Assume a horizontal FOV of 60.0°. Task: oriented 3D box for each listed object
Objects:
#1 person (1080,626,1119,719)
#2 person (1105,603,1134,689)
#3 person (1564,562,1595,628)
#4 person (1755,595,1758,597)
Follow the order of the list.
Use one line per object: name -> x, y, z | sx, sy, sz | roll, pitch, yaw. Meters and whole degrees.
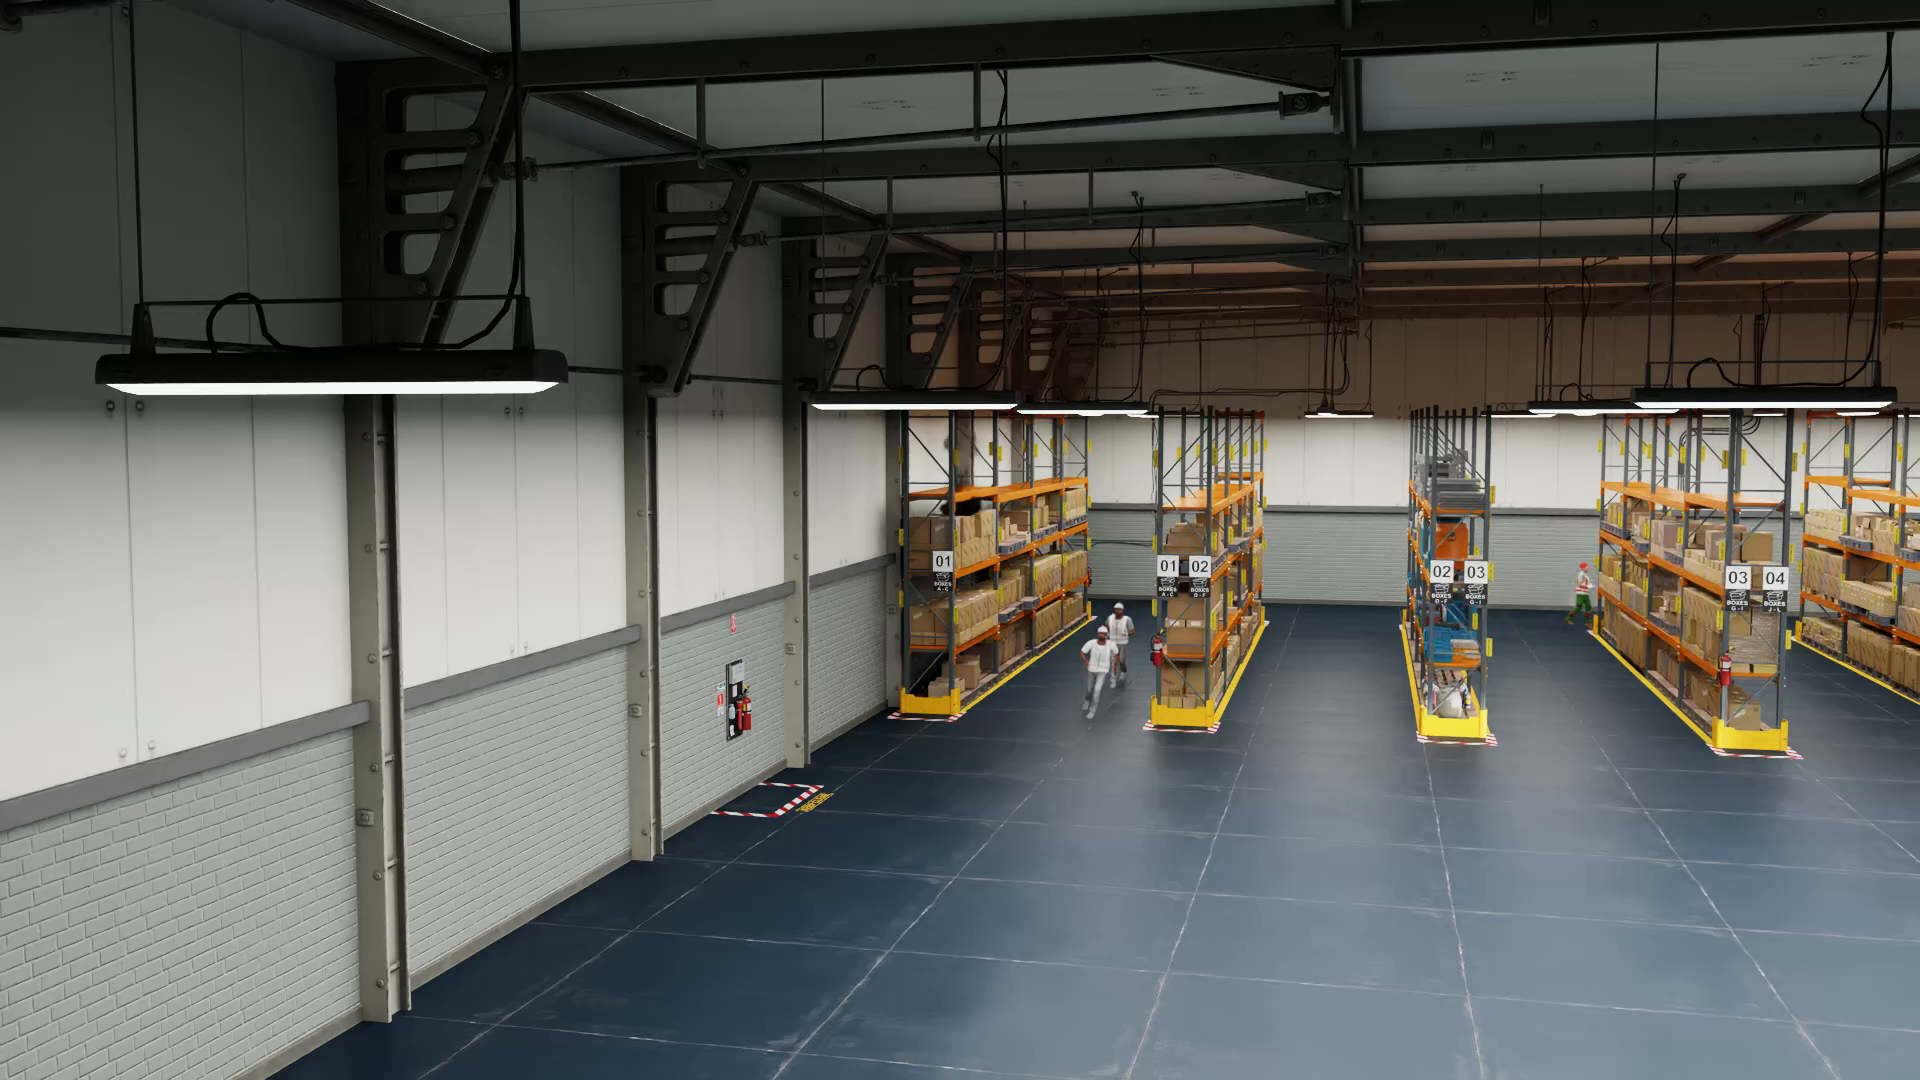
person -> 2.681, 2.535, 32.138 | 0.762, 1.741, 0.966 | 1, 4, 10
person -> 3.412, 2.252, 35.794 | 0.680, 1.792, 0.949 | 1, 4, 14
person -> 17.200, 1.528, 46.011 | 0.852, 1.832, 0.683 | 3, 5, 34
person -> 18.736, 2.083, 39.453 | 0.653, 1.654, 0.746 | 0, 4, -1
